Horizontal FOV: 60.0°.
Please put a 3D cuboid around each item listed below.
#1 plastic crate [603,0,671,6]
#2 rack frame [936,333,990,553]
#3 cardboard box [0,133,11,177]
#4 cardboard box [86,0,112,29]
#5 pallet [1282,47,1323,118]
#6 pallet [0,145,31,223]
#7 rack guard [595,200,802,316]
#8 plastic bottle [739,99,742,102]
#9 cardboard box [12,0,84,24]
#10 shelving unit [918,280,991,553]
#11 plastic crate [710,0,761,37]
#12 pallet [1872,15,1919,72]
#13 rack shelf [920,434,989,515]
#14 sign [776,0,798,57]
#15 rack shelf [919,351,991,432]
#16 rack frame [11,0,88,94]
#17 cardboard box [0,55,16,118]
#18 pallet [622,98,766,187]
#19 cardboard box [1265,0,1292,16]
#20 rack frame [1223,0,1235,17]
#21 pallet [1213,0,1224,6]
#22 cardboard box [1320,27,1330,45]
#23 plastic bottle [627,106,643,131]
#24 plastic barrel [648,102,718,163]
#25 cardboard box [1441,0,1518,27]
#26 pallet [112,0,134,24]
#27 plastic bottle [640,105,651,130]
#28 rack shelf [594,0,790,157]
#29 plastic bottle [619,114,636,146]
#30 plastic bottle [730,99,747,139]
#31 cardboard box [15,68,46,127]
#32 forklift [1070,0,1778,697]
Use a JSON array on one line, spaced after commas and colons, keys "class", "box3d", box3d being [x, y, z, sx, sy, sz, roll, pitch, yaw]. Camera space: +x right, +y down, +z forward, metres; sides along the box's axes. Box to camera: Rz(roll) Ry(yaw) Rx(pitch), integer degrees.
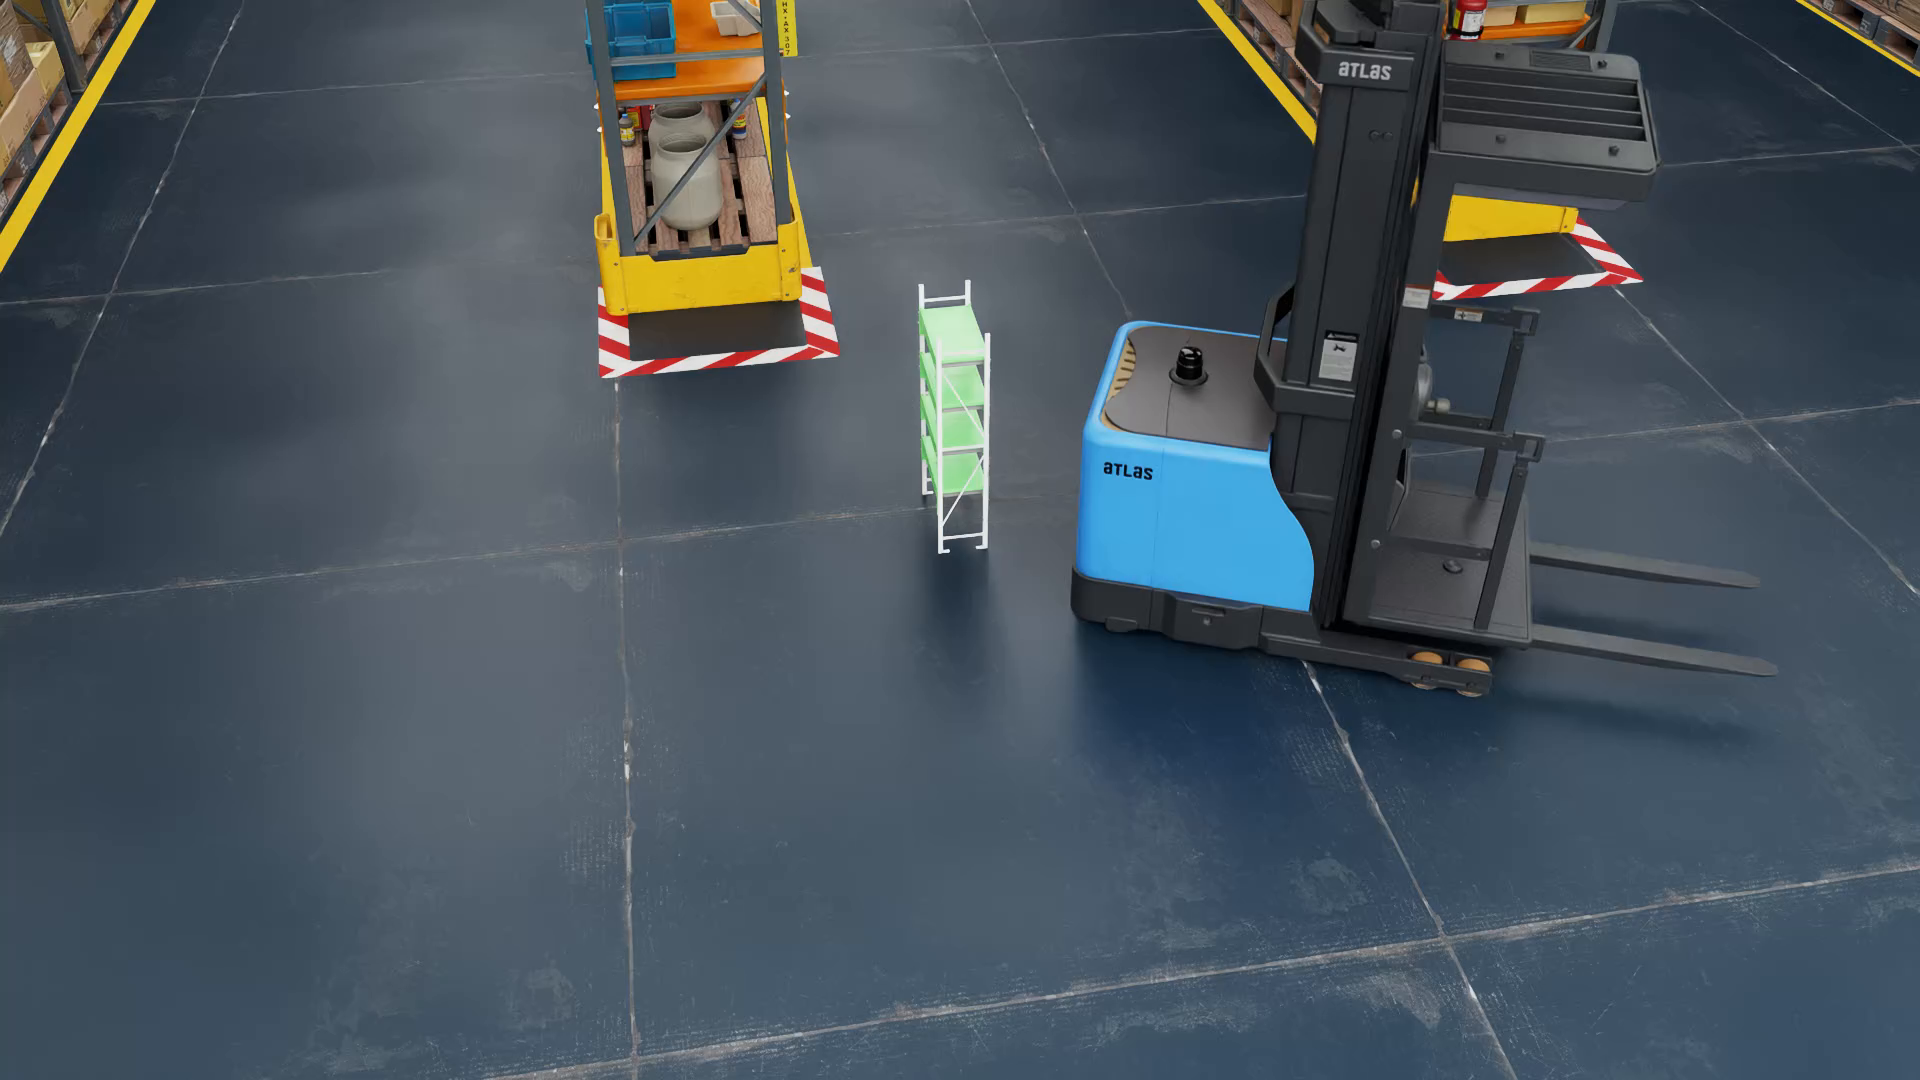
[{"class": "plastic crate", "box3d": [-1.980, -3.239, 9.995, 0.499, 0.251, 0.408, -6, 38, -8]}, {"class": "rack frame", "box3d": [0.014, -0.426, 7.721, 0.240, 1.200, 0.015, -6, 38, -8]}, {"class": "cardboard box", "box3d": [-6.503, -2.438, 10.742, 0.500, 0.250, 0.500, -6, 38, -8]}, {"class": "cardboard box", "box3d": [-6.983, -4.179, 12.983, 0.500, 0.250, 0.500, -5, 38, -7]}, {"class": "pallet", "box3d": [3.055, -3.342, 12.279, 1.003, 0.211, 1.213, -6, 38, -8]}, {"class": "pallet", "box3d": [-6.753, -2.196, 10.804, 1.003, 0.211, 1.213, -6, 38, -8]}, {"class": "rack guard", "box3d": [-1.549, -1.688, 9.916, 1.175, 0.500, 0.348, -6, 38, -8]}, {"class": "plastic bottle", "box3d": [-1.522, -3.003, 11.426, 0.061, 0.283, 0.133, -6, 38, -7]}, {"class": "cardboard box", "box3d": [-6.895, -4.098, 12.422, 0.500, 0.311, 0.500, -6, 38, -8]}, {"class": "shelving unit", "box3d": [-0.029, -0.574, 7.911, 0.258, 1.200, 0.503, -6, 38, -8]}, {"class": "plastic crate", "box3d": [-1.330, -3.106, 9.917, 0.298, 0.136, 0.250, -6, 38, -8]}, {"class": "pallet", "box3d": [7.860, -3.748, 12.803, 1.003, 0.211, 1.213, -6, 38, -8]}, {"class": "rack shelf", "box3d": [-0.029, -0.334, 8.097, 0.258, 0.148, 0.480, -6, 38, -8]}, {"class": "sign", "box3d": [-0.947, -2.800, 9.084, 0.100, 0.325, 0.005, -6, 38, -8]}, {"class": "rack shelf", "box3d": [-0.029, -0.713, 7.802, 0.258, 0.148, 0.480, -6, 38, -8]}, {"class": "rack frame", "box3d": [-7.068, -4.520, 11.523, 1.000, 3.000, 0.127, -6, 38, -8]}, {"class": "cardboard box", "box3d": [-6.604, -3.035, 10.899, 0.500, 0.500, 0.500, -6, 38, -8]}, {"class": "pallet", "box3d": [-1.897, -2.801, 11.583, 1.003, 0.211, 1.213, -6, 38, -8]}, {"class": "cardboard box", "box3d": [2.716, -4.516, 13.213, 0.500, 0.500, 0.500, -7, 38, -9]}, {"class": "rack frame", "box3d": [2.685, -5.583, 12.892, 1.000, 3.000, 0.127, -6, 38, -8]}, {"class": "pallet", "box3d": [2.547, -4.952, 14.352, 1.003, 0.211, 1.213, -6, 38, -8]}, {"class": "cardboard box", "box3d": [3.010, -3.804, 12.297, 0.500, 0.500, 0.500, -9, 39, -12]}, {"class": "plastic bottle", "box3d": [-2.260, -2.950, 11.364, 0.152, 0.276, 0.135, -6, 38, -8]}, {"class": "plastic barrel", "box3d": [-1.768, -2.510, 10.621, 0.421, 0.512, 0.421, 0, 38, 0]}, {"class": "cardboard box", "box3d": [3.134, -3.218, 10.052, 0.380, 0.149, 0.250, -6, 38, -8]}, {"class": "pallet", "box3d": [-7.453, -4.598, 13.897, 1.003, 0.211, 1.213, -6, 38, -8]}, {"class": "plastic bottle", "box3d": [-2.156, -2.965, 11.377, 0.061, 0.283, 0.133, -6, 38, -8]}, {"class": "rack shelf", "box3d": [-1.840, -3.559, 10.872, 1.077, 0.370, 4.000, -6, 38, -8]}, {"class": "plastic bottle", "box3d": [-2.243, -2.765, 11.187, 0.097, 0.201, 0.097, 0, 38, 0]}, {"class": "plastic bottle", "box3d": [-1.501, -2.860, 11.251, 0.097, 0.271, 0.097, 0, 38, 0]}, {"class": "cardboard box", "box3d": [-6.694, -3.040, 11.518, 0.500, 0.250, 0.500, -6, 38, -8]}, {"class": "forklift", "box3d": [2.082, -0.835, 6.836, 3.031, 2.935, 1.130, 9, 39, 11]}]
